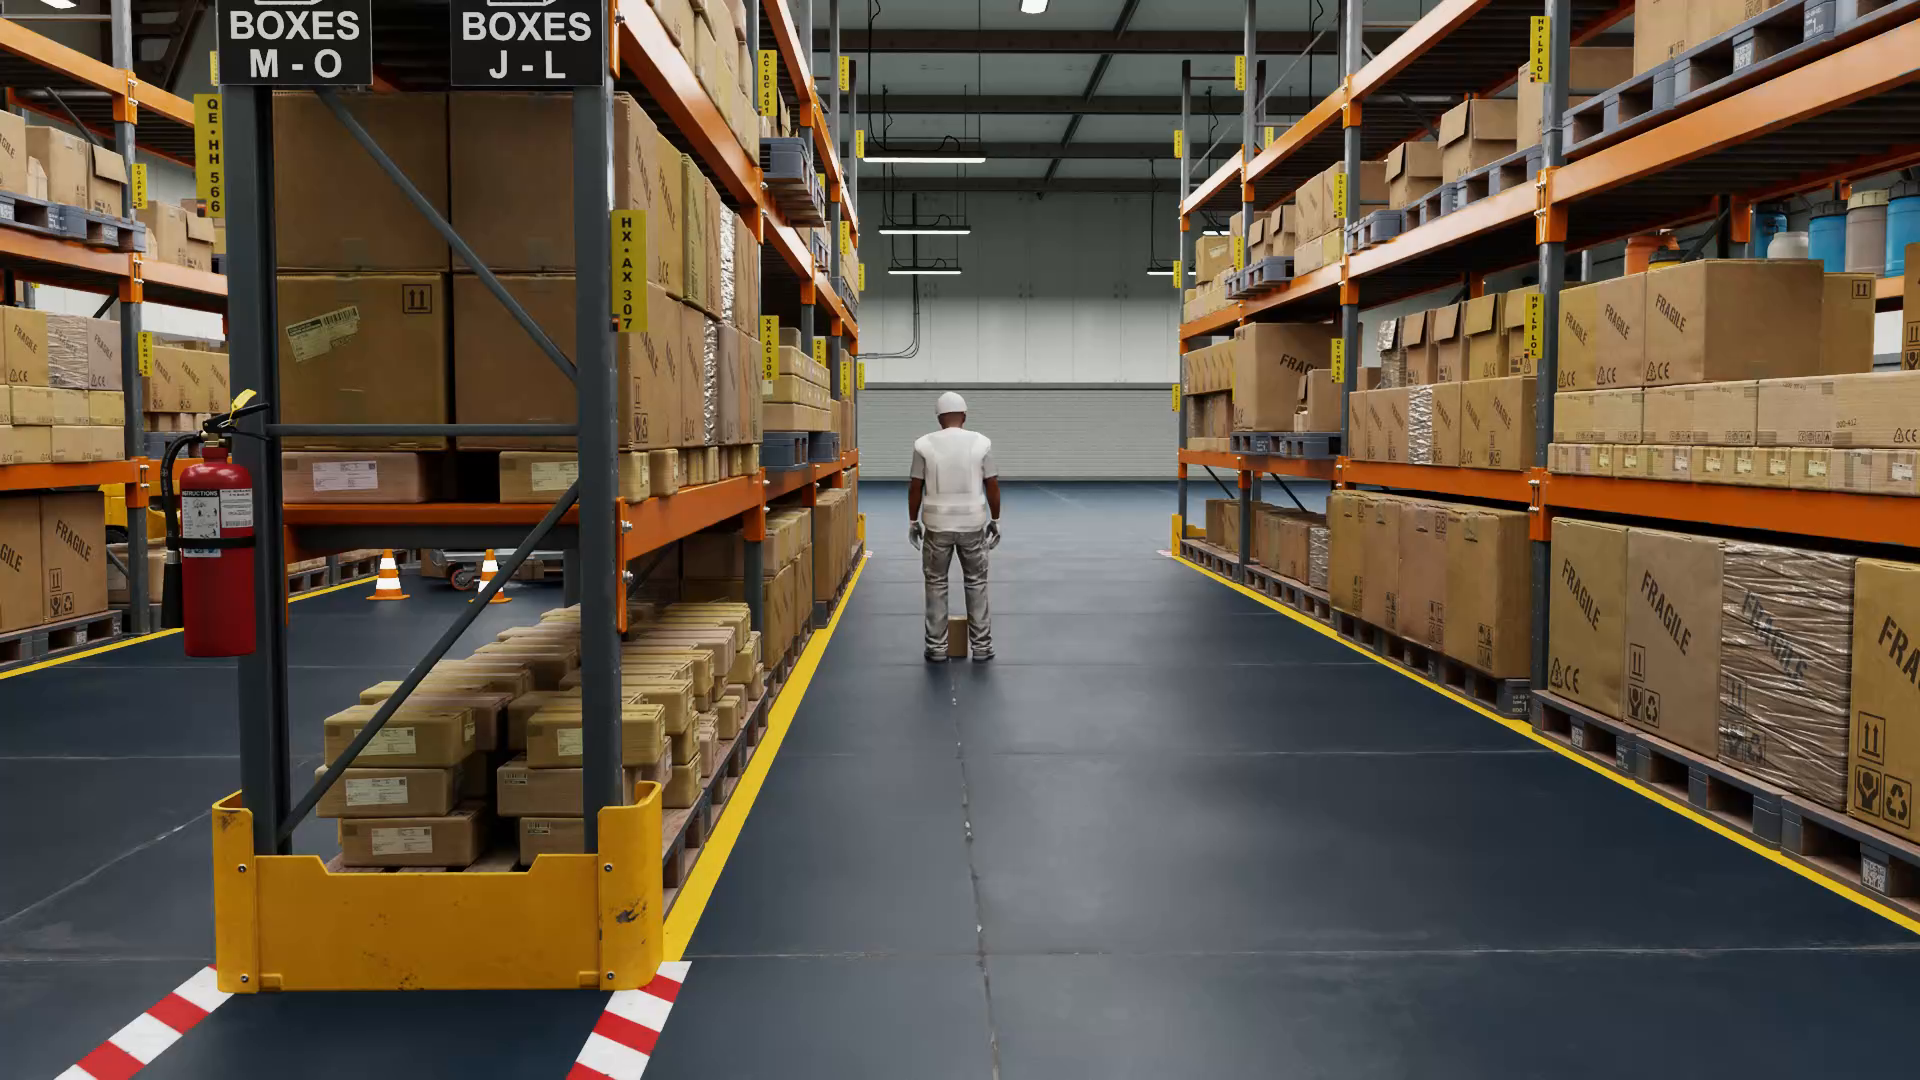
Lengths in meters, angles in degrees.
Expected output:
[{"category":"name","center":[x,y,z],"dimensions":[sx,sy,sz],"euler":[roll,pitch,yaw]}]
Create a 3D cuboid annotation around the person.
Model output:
[{"category":"person","center":[-0.048,-0.091,11.020],"dimensions":[0.626,1.773,0.451],"euler":[0,4,-5]}]
